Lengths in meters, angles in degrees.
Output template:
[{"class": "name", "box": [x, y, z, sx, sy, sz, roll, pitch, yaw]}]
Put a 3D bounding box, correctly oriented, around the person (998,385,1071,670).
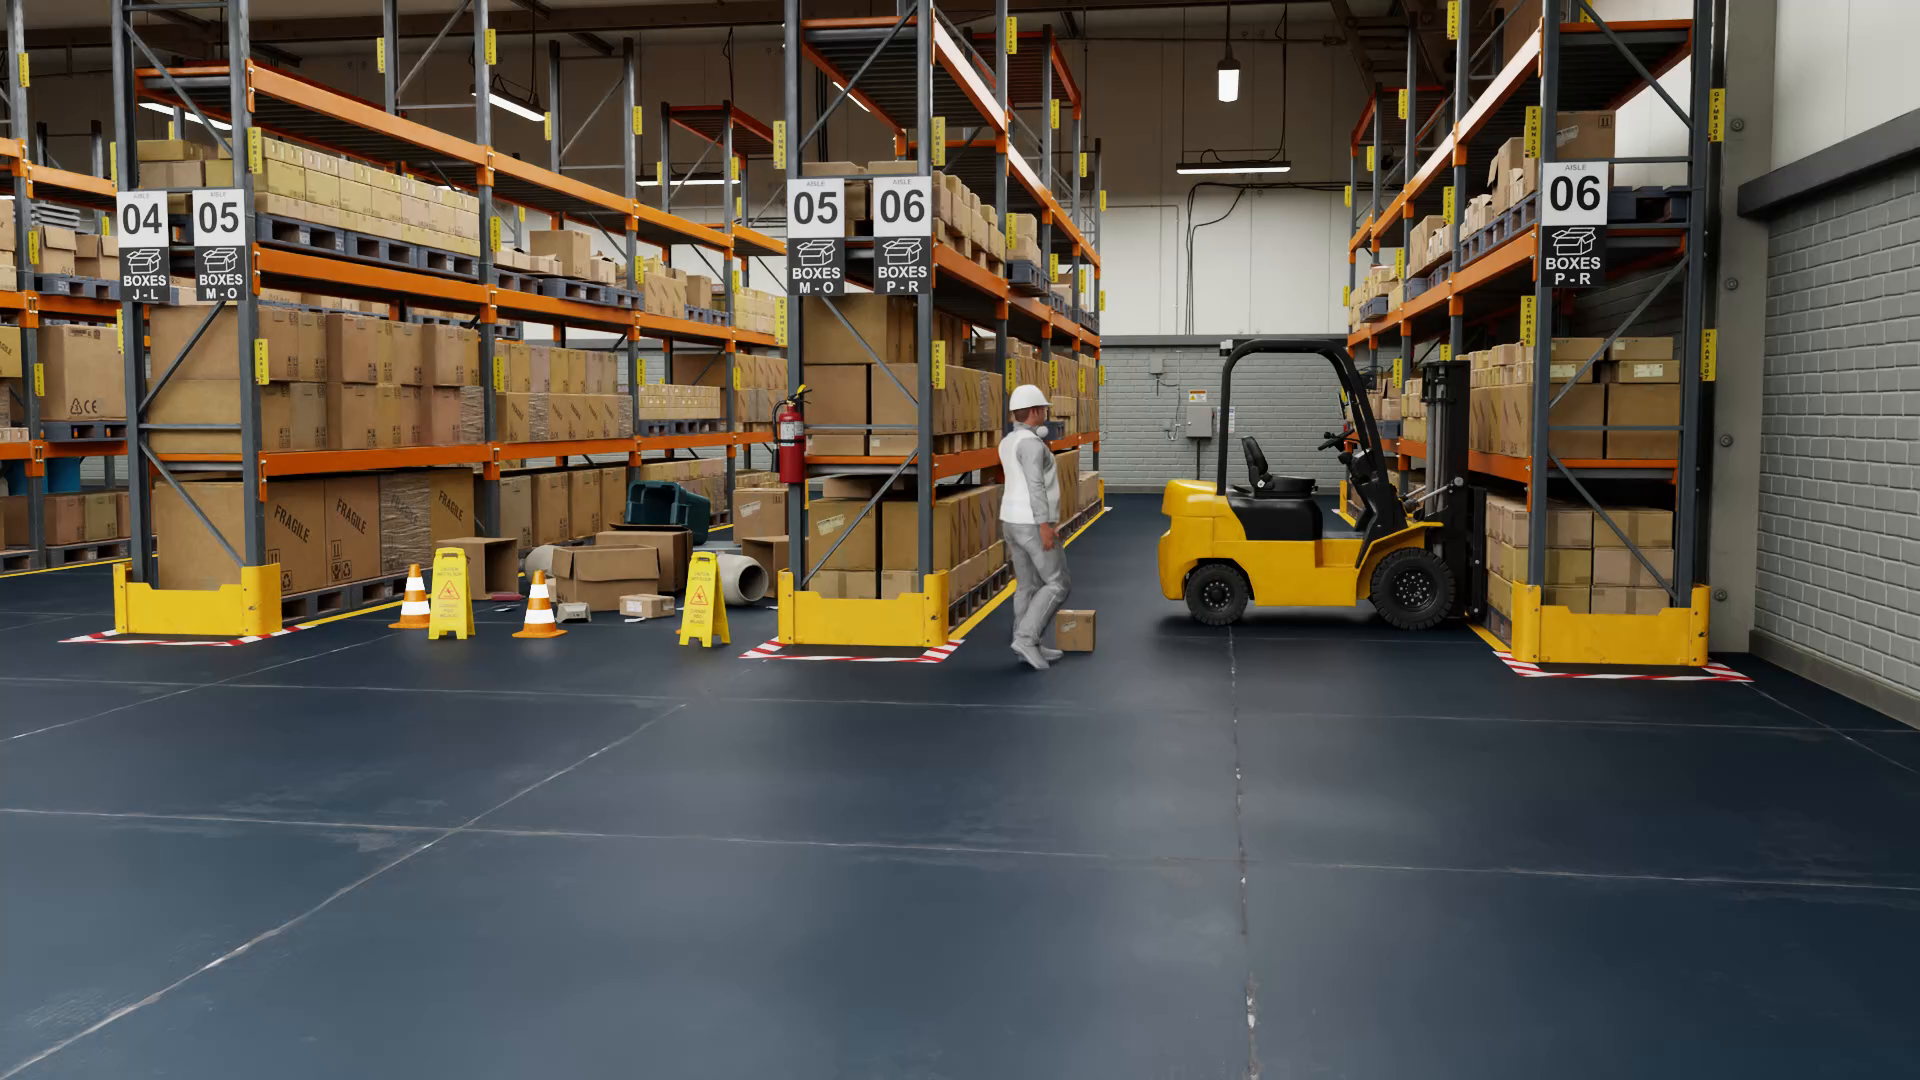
[{"class": "person", "box": [0.474, -0.081, 10.613, 0.425, 1.812, 0.558, -1, 5, -17]}]
